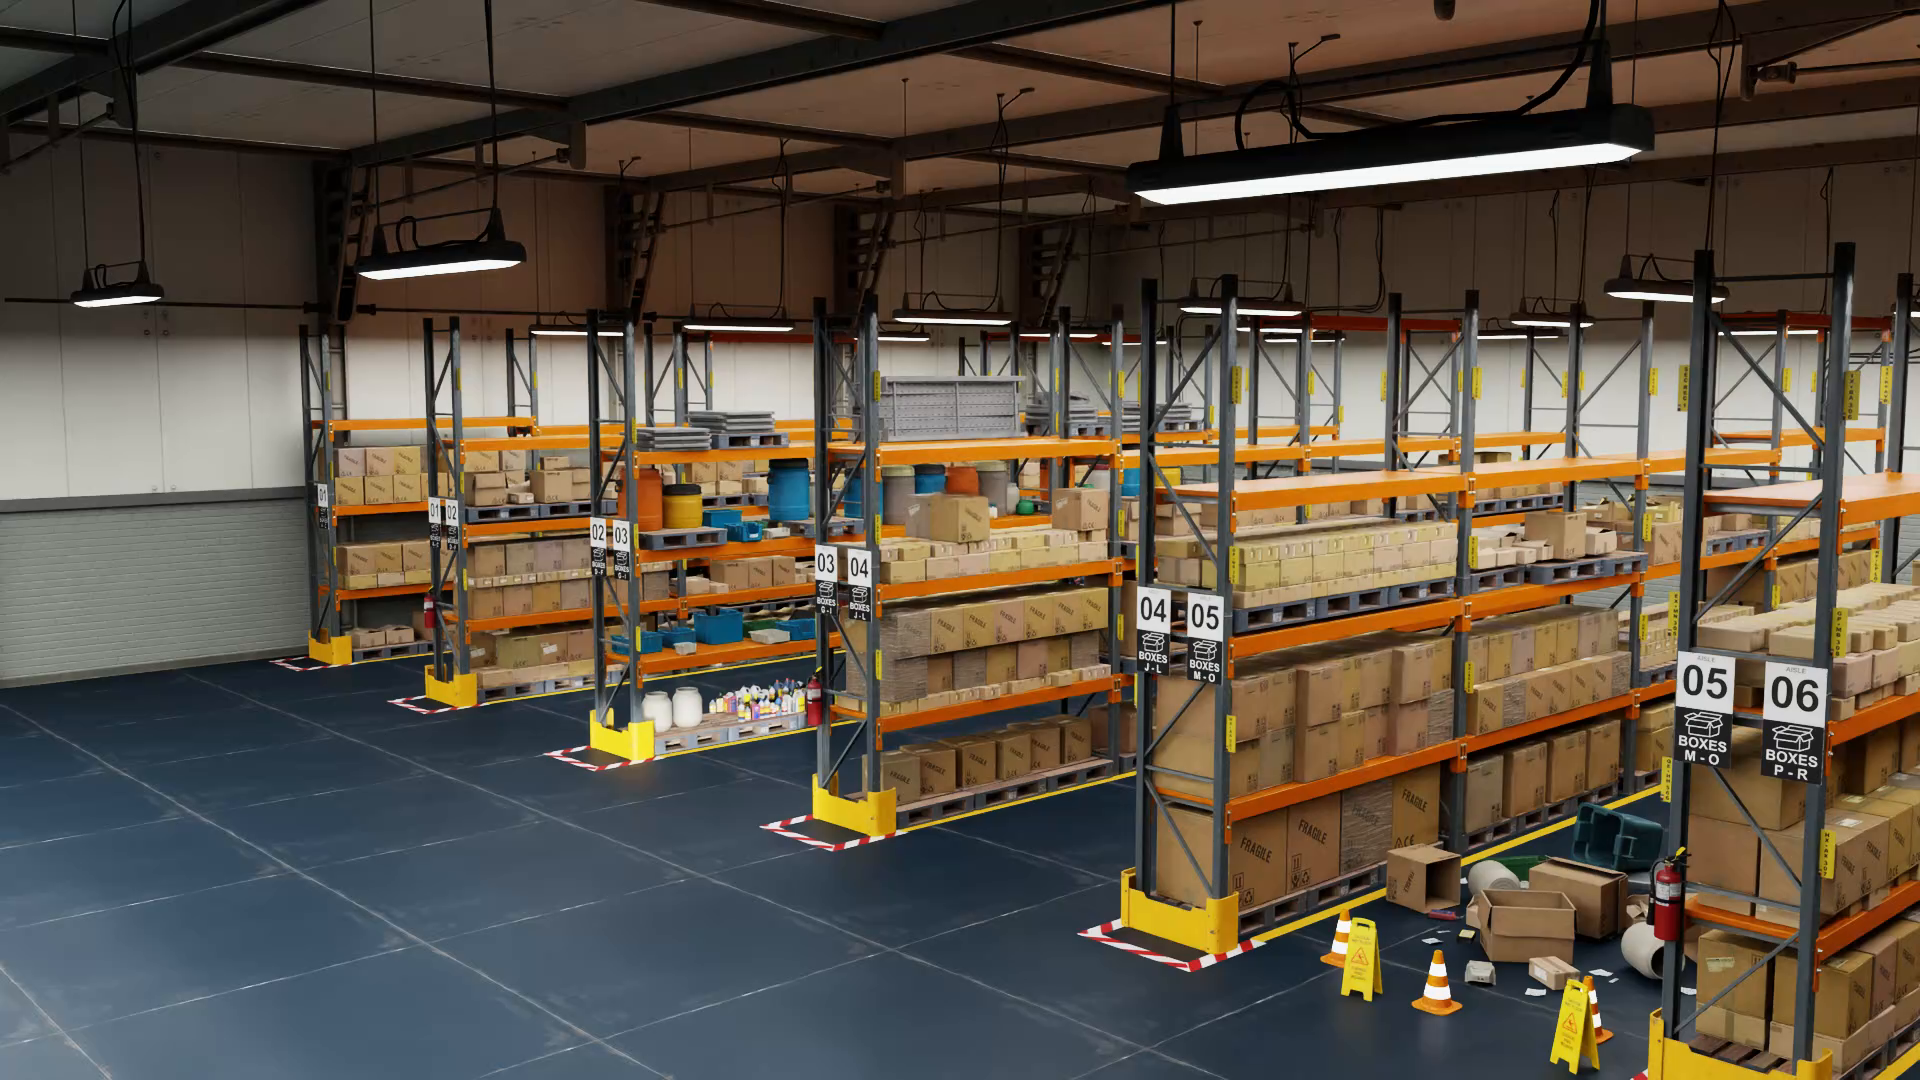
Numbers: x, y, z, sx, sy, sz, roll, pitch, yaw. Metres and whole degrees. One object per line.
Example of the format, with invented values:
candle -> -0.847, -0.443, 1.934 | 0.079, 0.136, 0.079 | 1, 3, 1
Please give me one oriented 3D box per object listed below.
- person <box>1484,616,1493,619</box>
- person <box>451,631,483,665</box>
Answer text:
person -> 7.351, 1.928, 23.299 | 0.607, 1.717, 1.115 | 5, 8, 42
person -> -8.666, 1.401, 29.463 | 0.476, 1.529, 1.022 | 1, 6, 13
